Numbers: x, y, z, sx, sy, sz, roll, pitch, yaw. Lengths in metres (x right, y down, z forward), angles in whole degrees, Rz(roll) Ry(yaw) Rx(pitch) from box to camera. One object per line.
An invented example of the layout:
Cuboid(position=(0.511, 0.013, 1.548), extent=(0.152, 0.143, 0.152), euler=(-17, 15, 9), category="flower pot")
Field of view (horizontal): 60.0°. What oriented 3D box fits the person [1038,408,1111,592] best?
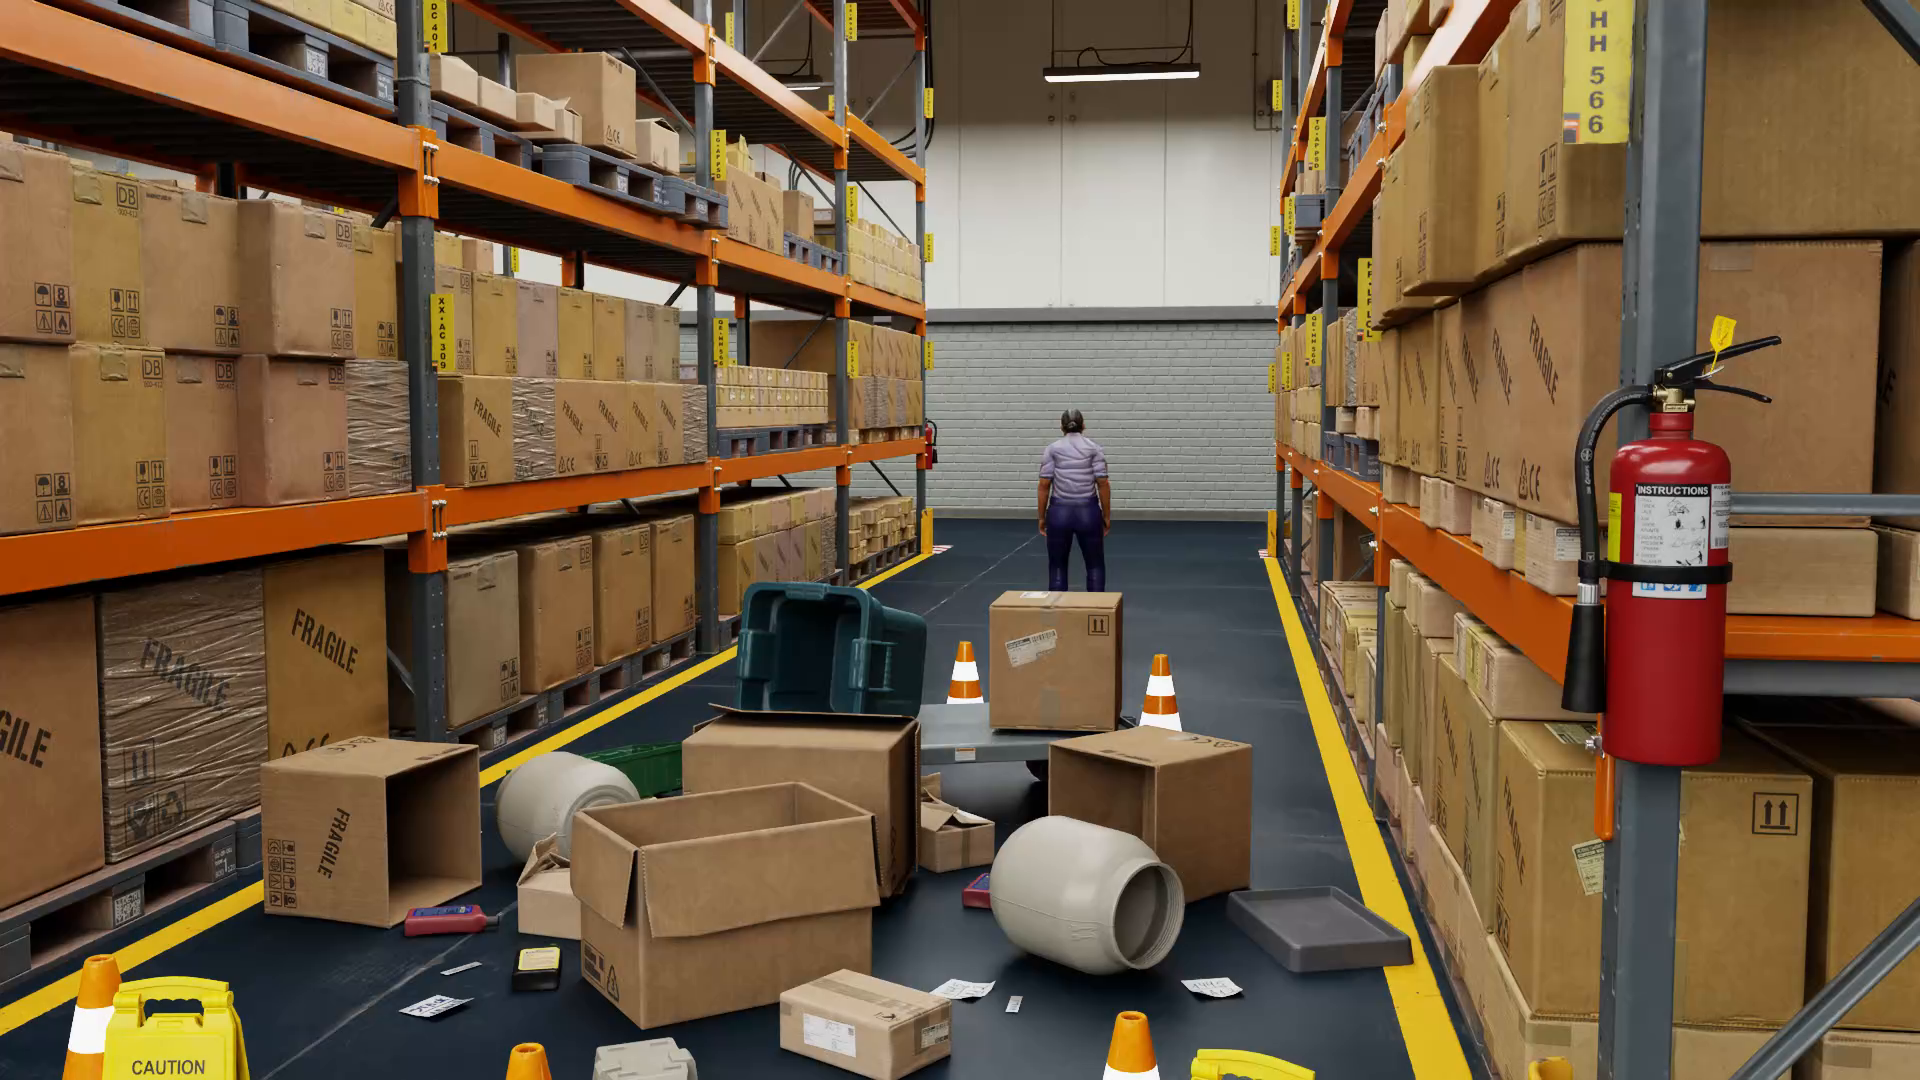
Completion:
Cuboid(position=(0.849, -0.140, 12.190), extent=(0.558, 1.652, 0.368), euler=(1, 5, 7), category="person")
